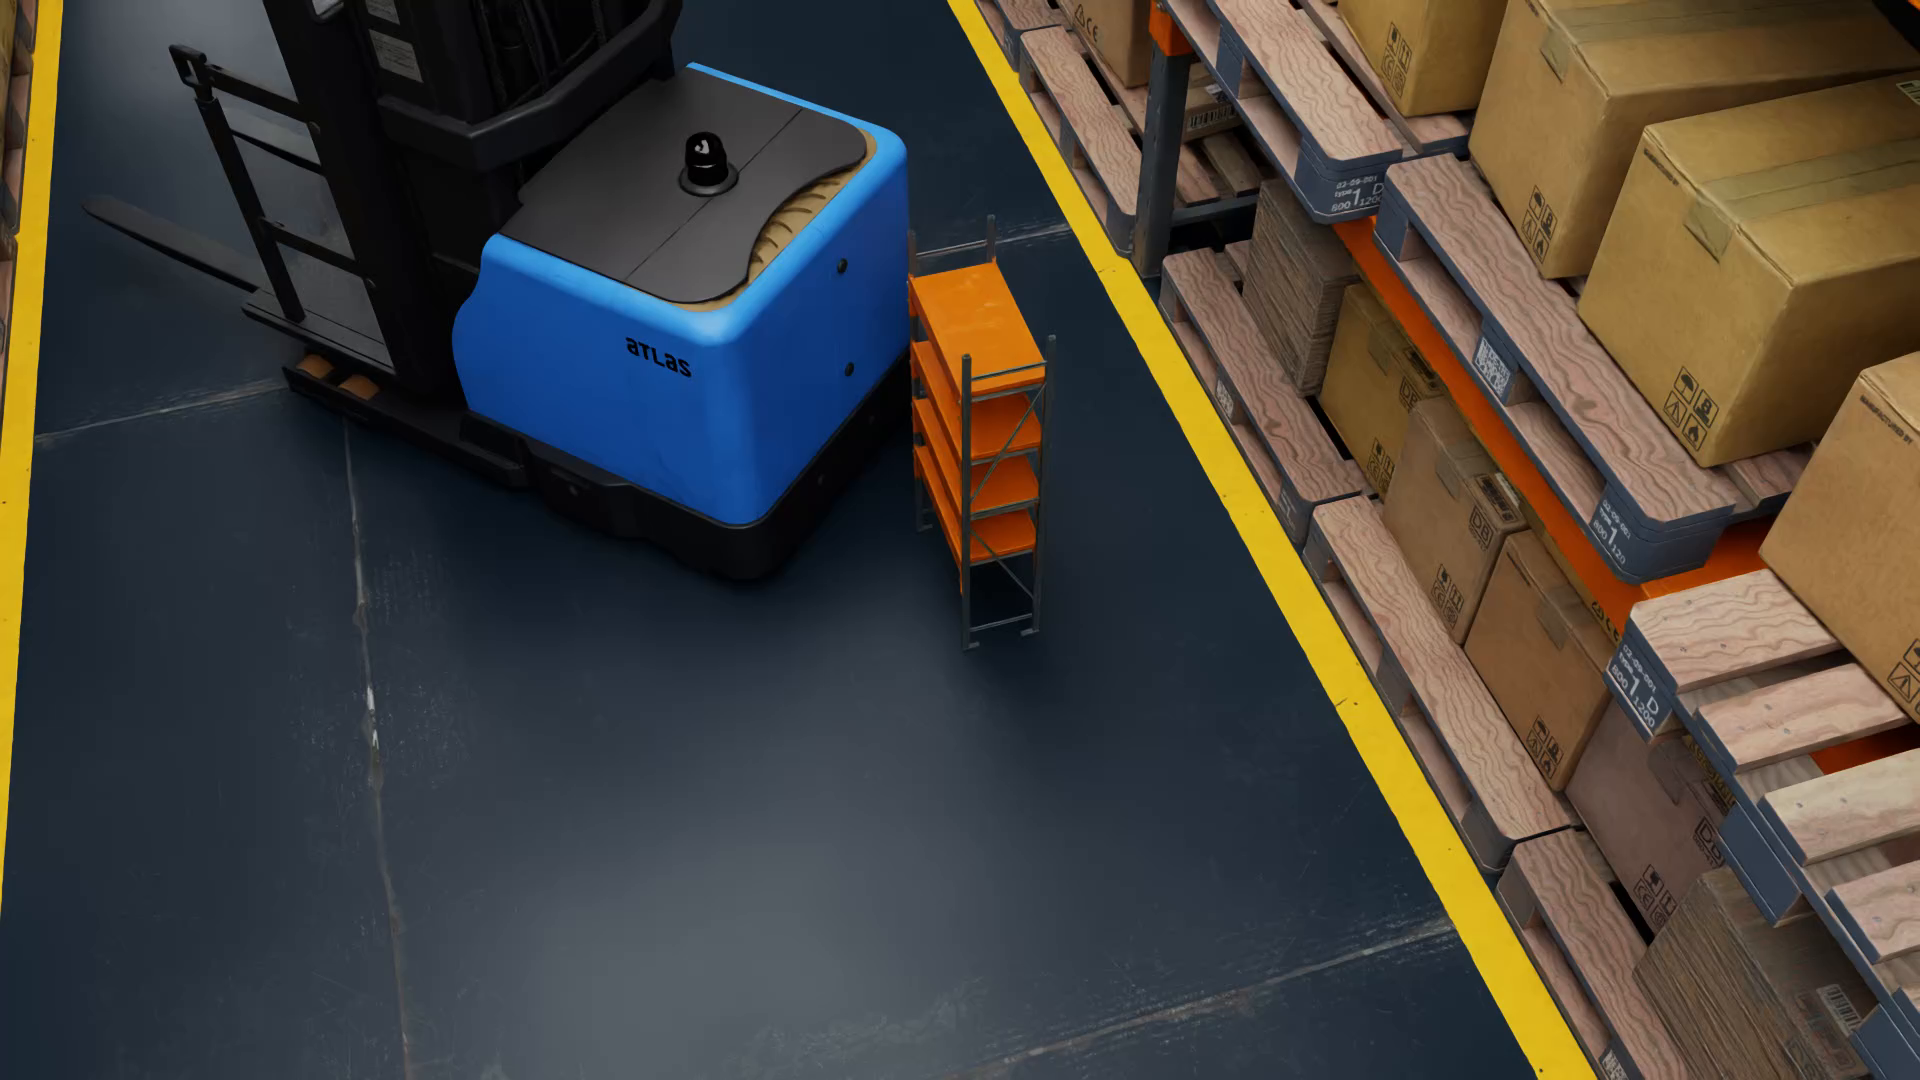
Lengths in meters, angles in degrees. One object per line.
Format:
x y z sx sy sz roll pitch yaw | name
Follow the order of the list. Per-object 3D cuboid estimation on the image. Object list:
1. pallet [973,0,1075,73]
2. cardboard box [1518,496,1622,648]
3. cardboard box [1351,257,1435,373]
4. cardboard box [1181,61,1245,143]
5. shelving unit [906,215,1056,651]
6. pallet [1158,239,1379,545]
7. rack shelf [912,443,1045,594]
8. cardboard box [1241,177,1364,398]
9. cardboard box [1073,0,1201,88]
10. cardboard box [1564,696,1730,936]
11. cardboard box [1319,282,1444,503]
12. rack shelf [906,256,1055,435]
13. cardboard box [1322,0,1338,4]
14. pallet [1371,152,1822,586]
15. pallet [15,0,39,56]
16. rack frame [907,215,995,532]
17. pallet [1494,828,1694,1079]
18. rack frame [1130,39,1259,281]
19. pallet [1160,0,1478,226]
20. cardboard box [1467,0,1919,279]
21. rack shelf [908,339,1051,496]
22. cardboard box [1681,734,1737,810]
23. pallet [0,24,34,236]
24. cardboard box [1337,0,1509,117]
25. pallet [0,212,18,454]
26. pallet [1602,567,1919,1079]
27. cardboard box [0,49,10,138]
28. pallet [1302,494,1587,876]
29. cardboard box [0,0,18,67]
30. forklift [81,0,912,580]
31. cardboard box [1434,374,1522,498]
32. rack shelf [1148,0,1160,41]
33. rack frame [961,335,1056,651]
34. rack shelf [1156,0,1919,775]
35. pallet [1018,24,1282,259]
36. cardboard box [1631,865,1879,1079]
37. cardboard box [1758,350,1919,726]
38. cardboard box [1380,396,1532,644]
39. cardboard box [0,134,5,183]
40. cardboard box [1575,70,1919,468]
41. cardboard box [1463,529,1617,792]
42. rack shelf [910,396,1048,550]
0.526 -2.541 7.254 1.003 0.211 1.213 -13 51 -11 | pallet
1.777 -0.040 4.179 0.500 0.250 0.500 -14 51 -11 | cardboard box
1.490 -0.788 4.809 0.500 0.250 0.500 -14 51 -12 | cardboard box
0.936 -1.678 6.268 0.380 0.166 0.250 -19 53 -16 | cardboard box
0.049 -0.266 4.689 0.258 1.200 0.503 -13 51 -11 | shelving unit
1.354 -0.598 5.616 1.003 0.211 1.213 -13 51 -11 | pallet
0.049 -0.094 4.893 0.258 0.148 0.480 -13 51 -11 | rack shelf
1.356 -0.867 5.366 0.700 0.500 0.500 -12 51 -10 | cardboard box
0.777 -2.150 6.448 0.500 0.500 0.500 -17 52 -14 | cardboard box
2.001 0.604 4.126 0.700 0.500 0.500 -13 51 -11 | cardboard box
1.557 -0.501 5.058 0.700 0.500 0.500 -14 51 -12 | cardboard box
0.049 -0.519 4.389 0.258 0.148 0.480 -13 51 -11 | rack shelf
1.240 -1.860 4.503 0.700 0.500 0.500 -13 51 -11 | cardboard box
1.681 -0.518 3.850 1.003 0.211 1.213 -13 51 -11 | pallet
-4.525 -2.416 7.148 1.003 0.211 1.213 -13 51 -11 | pallet
-0.023 -0.444 4.840 0.240 1.200 0.015 -13 51 -11 | rack frame
2.076 1.184 4.114 1.003 0.211 1.213 -13 51 -11 | pallet
1.123 -2.065 5.029 1.000 3.000 0.127 -13 51 -11 | rack frame
1.210 -1.412 4.604 1.003 0.211 1.213 -13 51 -11 | pallet
1.623 -0.976 3.758 0.700 0.500 0.500 -7 50 -6 | cardboard box
0.049 -0.367 4.570 0.258 0.148 0.480 -13 51 -11 | rack shelf
1.934 0.334 3.863 0.500 0.250 0.500 -12 51 -10 | cardboard box
-4.168 -1.526 6.399 1.003 0.211 1.213 -13 51 -11 | pallet
1.399 -1.450 4.157 0.700 0.500 0.500 -9 50 -7 | cardboard box
-3.804 -0.634 5.646 1.003 0.211 1.213 -13 51 -11 | pallet
1.993 0.422 3.058 1.213 0.211 1.003 -13 51 -11 | pallet
-3.895 -1.695 6.241 0.500 0.250 0.500 -13 51 -11 | cardboard box
1.719 0.295 4.863 1.003 0.211 1.213 -13 51 -11 | pallet
-4.042 -2.061 6.549 0.500 0.250 0.500 -13 51 -11 | cardboard box
-1.678 -1.663 4.735 3.031 2.935 1.130 23 54 18 | forklift
1.647 -0.409 4.490 0.500 0.250 0.500 -15 51 -12 | cardboard box
0.531 -3.294 6.535 1.077 0.370 4.000 -13 51 -11 | rack shelf
0.121 -0.088 4.539 0.240 1.200 0.015 -13 51 -11 | rack frame
1.714 -0.372 4.073 1.077 0.370 4.000 -13 51 -11 | rack shelf
0.890 -1.649 6.502 1.003 0.211 1.213 -13 51 -11 | pallet
2.043 1.006 3.787 0.700 0.500 0.500 -13 51 -10 | cardboard box
1.966 -0.061 2.986 0.700 0.500 0.500 -18 52 -14 | cardboard box
1.669 -0.119 4.736 0.700 0.500 0.500 -13 51 -11 | cardboard box
-3.742 -1.331 5.934 0.500 0.250 0.500 -13 51 -11 | cardboard box
1.767 -0.564 3.410 0.700 0.500 0.500 -13 51 -11 | cardboard box
1.827 0.247 4.427 0.700 0.500 0.500 -14 51 -11 | cardboard box
0.049 -0.222 4.741 0.258 0.148 0.480 -13 51 -11 | rack shelf
